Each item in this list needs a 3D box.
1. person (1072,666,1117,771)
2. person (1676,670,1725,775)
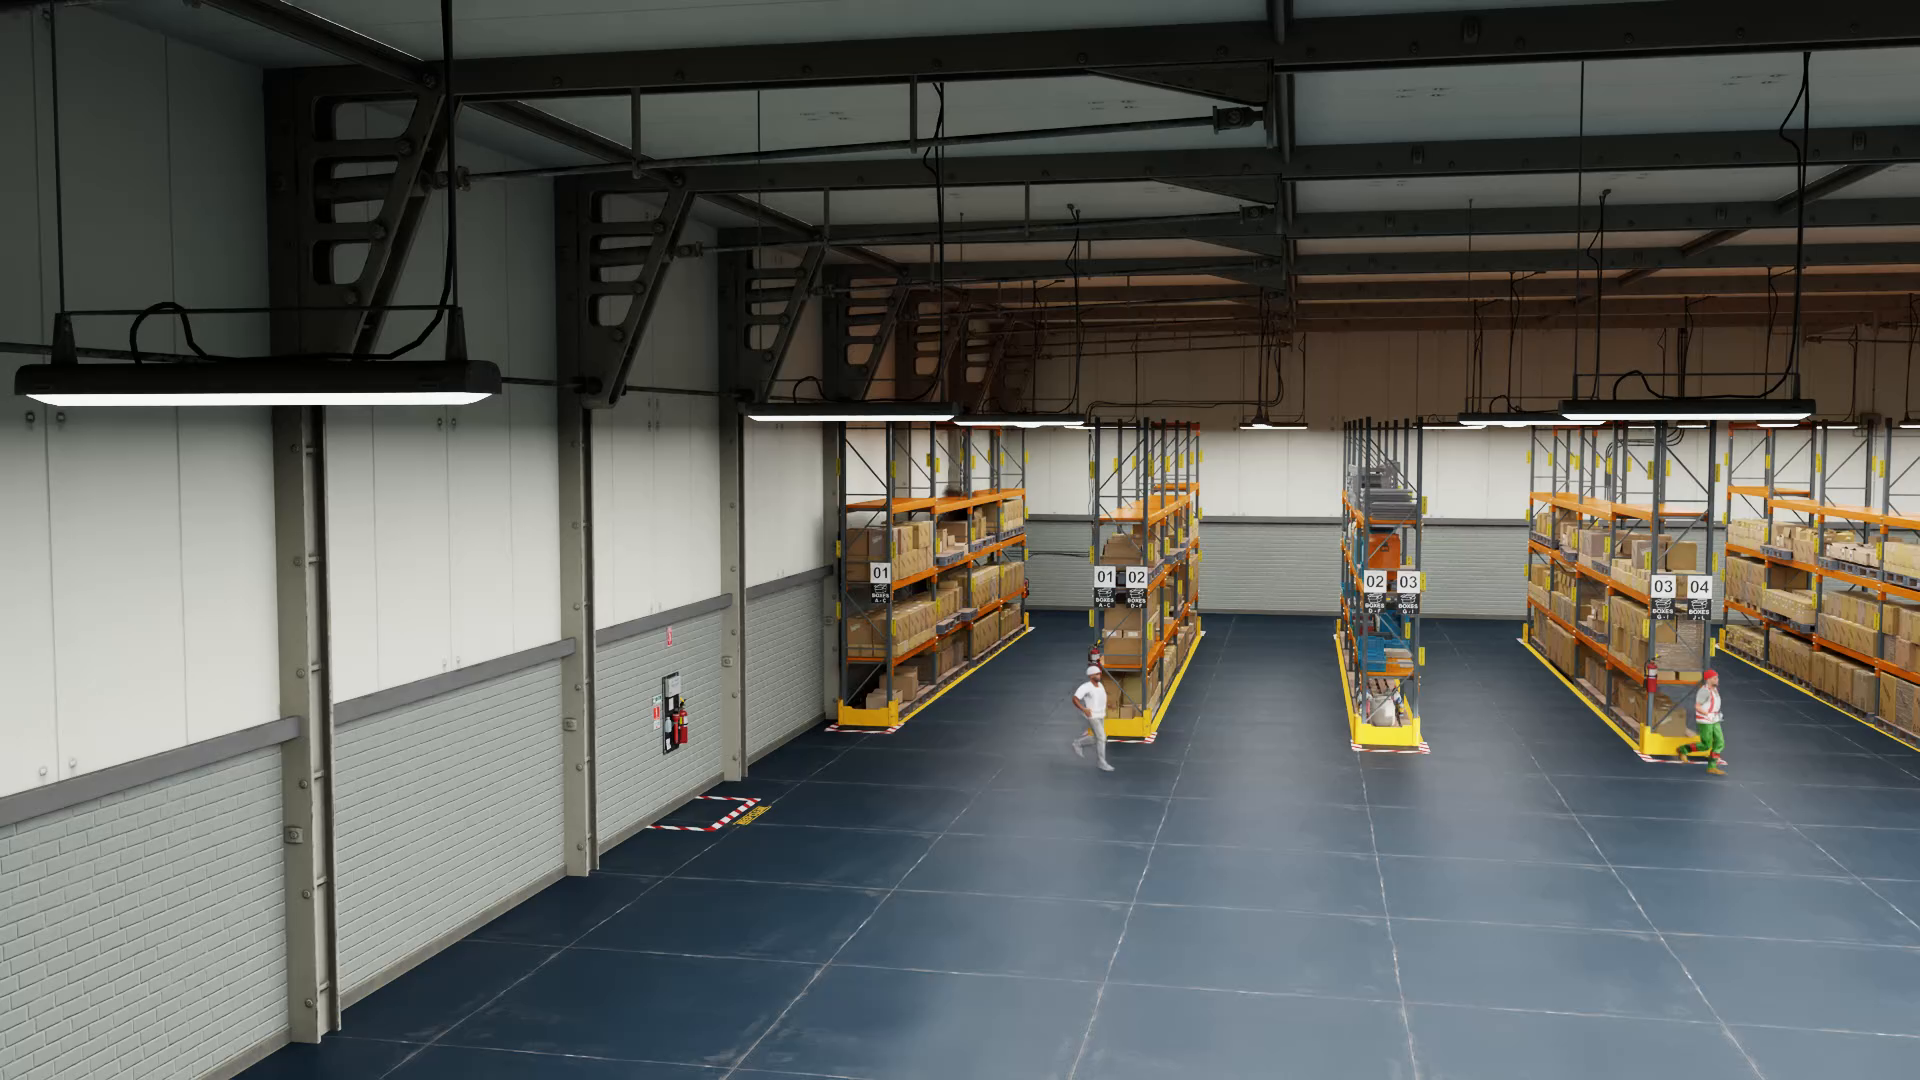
[{"bbox_3d":[2.256,3.020,28.323,0.872,1.761,0.700,3,5,35],"label":"person"},{"bbox_3d":[12.488,3.037,27.943,0.644,1.747,0.795,-3,5,-43],"label":"person"}]
